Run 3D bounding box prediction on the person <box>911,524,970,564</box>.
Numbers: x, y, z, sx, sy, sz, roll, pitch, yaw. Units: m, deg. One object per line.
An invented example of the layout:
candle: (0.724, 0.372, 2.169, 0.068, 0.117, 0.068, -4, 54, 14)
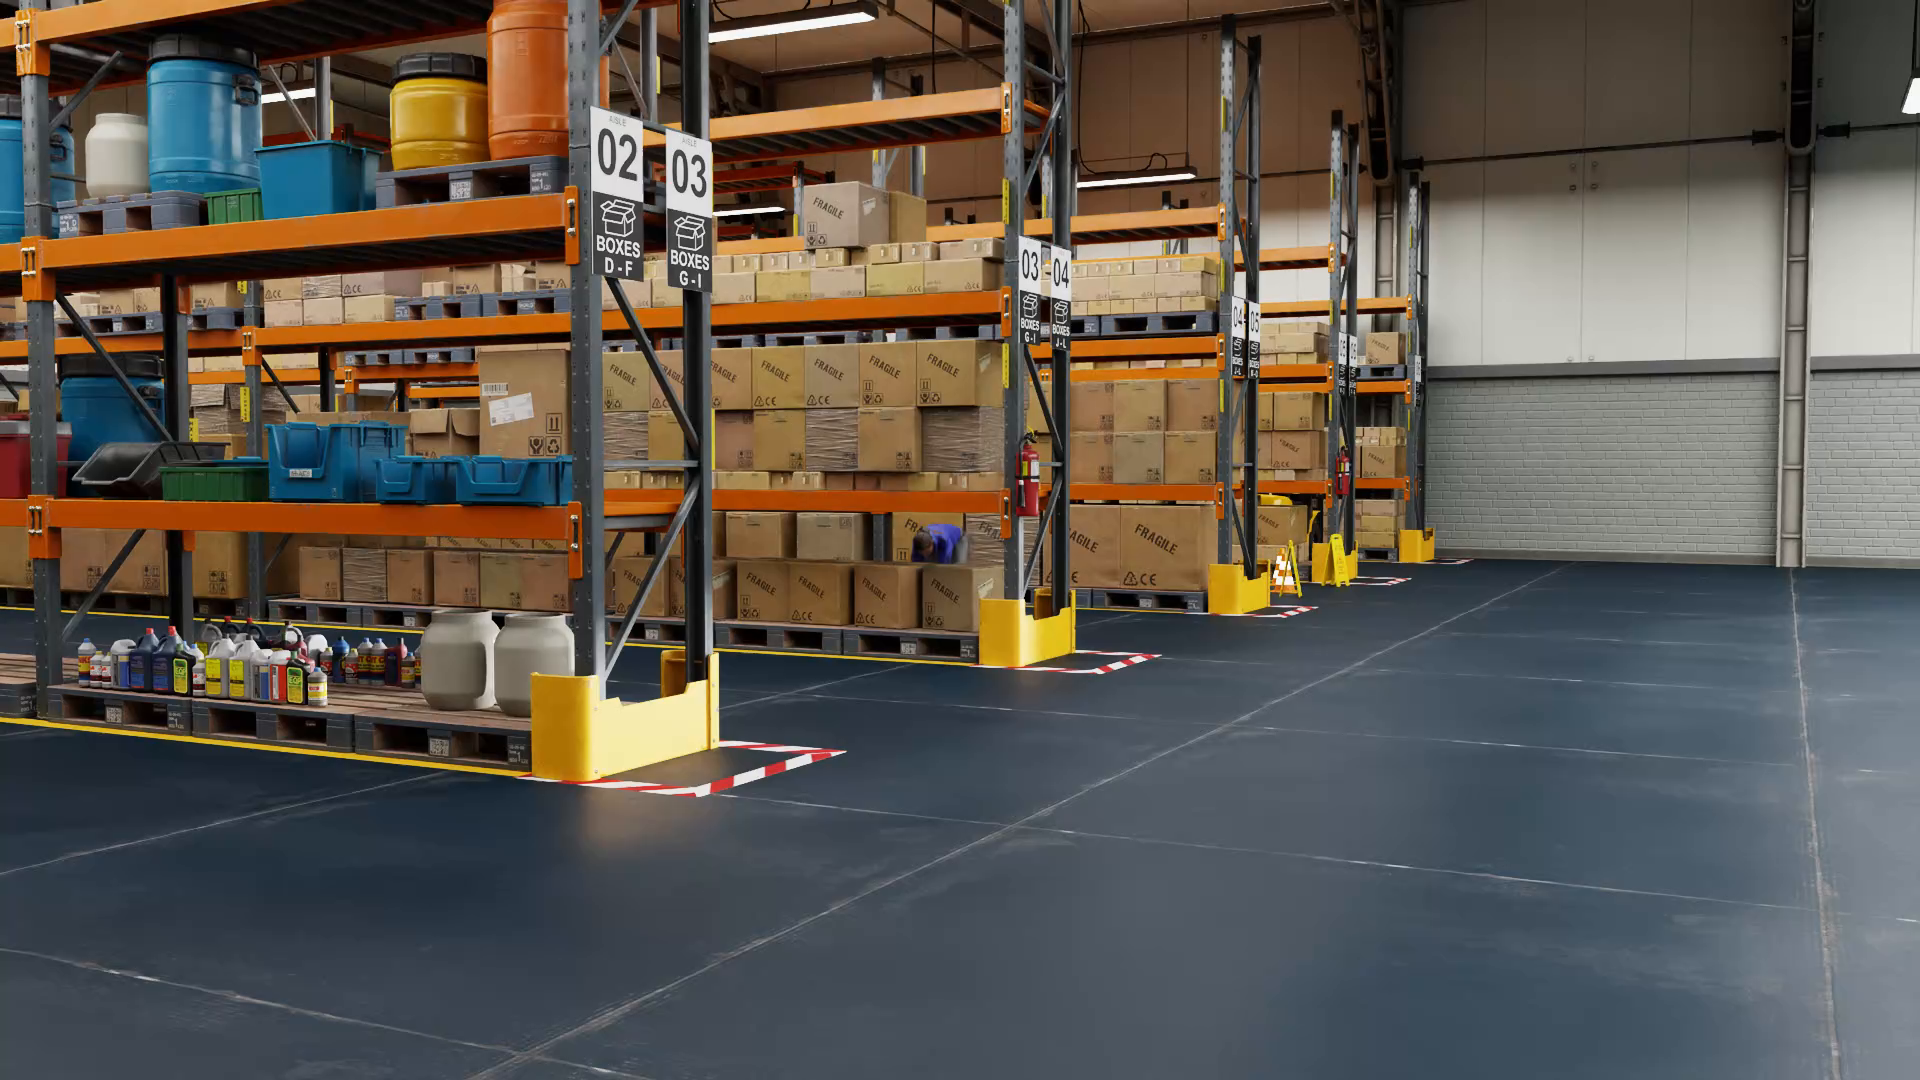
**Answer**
person: (-0.207, 0.309, 15.009, 0.430, 0.900, 0.878, 1, 3, 24)
